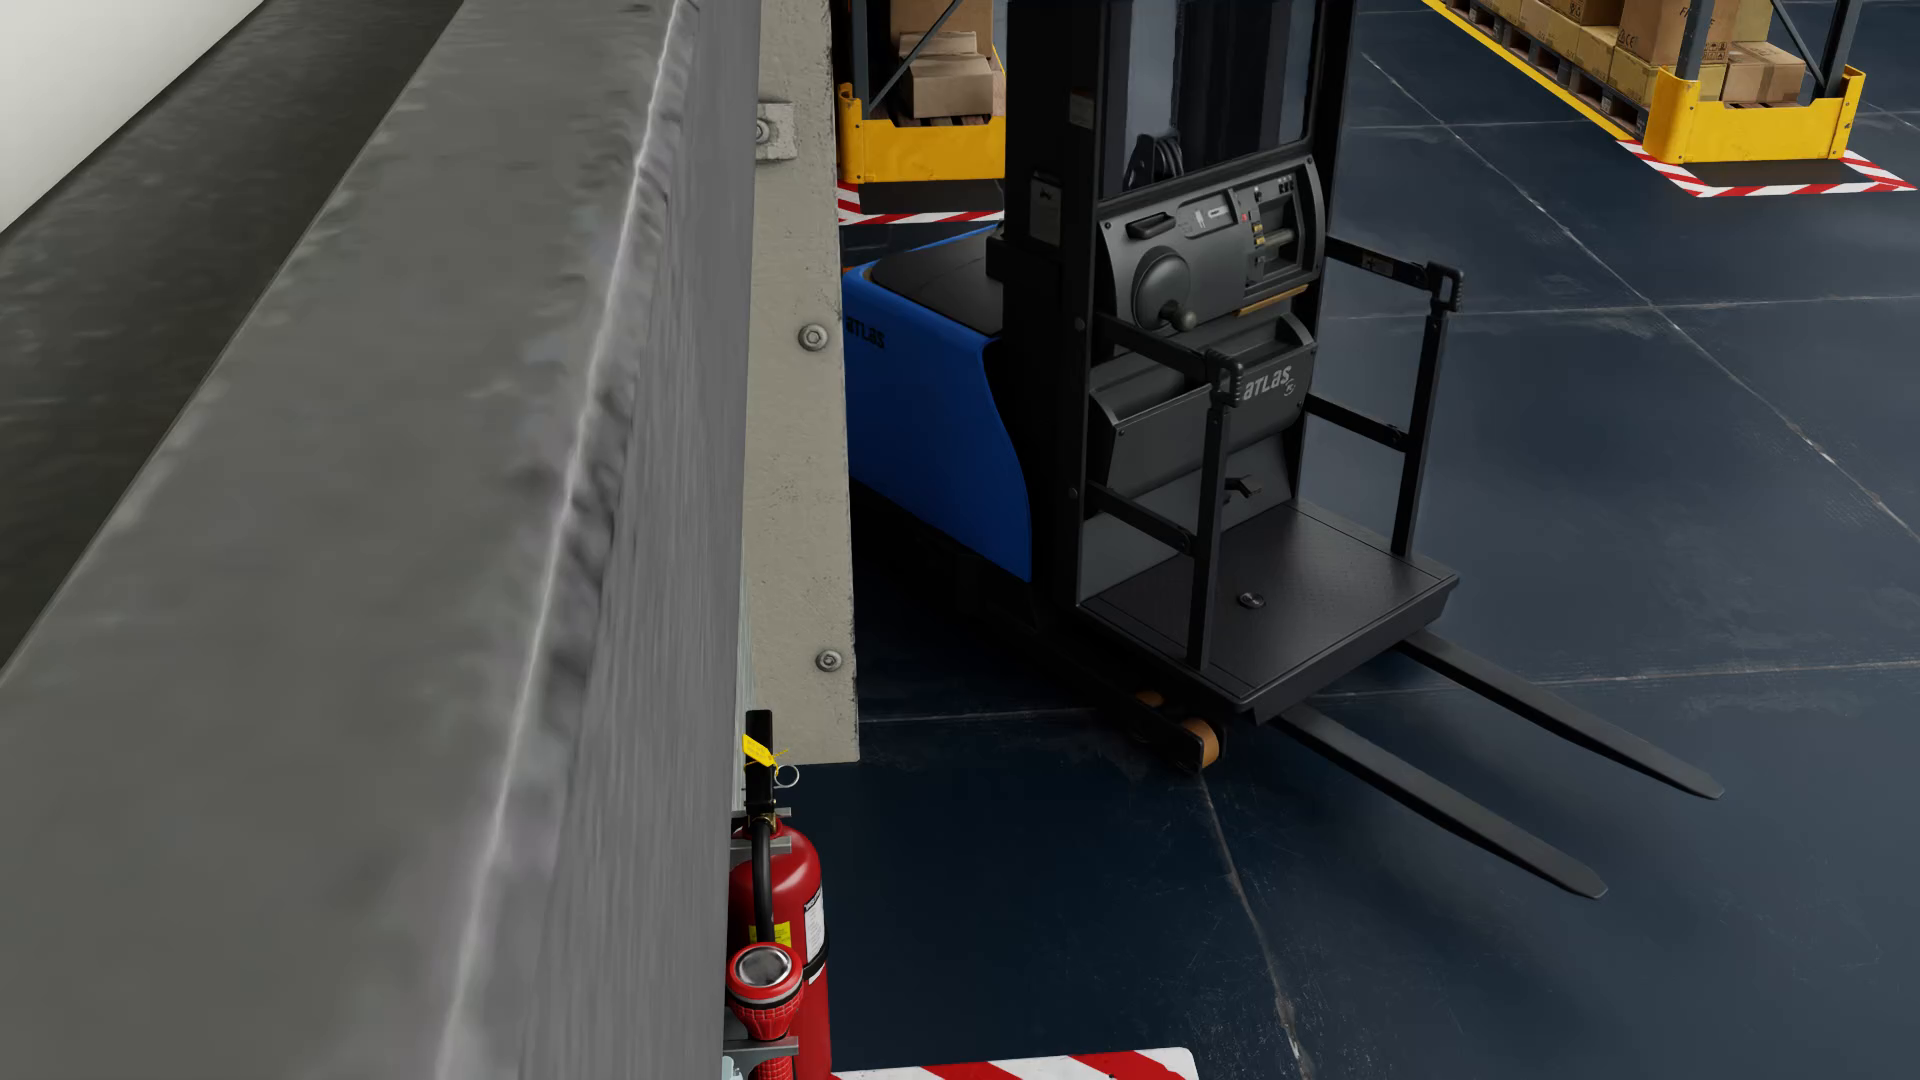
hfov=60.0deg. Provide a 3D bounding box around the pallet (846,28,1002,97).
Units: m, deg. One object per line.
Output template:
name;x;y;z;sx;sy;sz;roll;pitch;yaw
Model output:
pallet;-0.274;-3.329;11.618;1.003;0.211;1.213;-3;31;-5

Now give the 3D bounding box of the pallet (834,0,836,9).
pallet;-0.563;-4.692;13.900;1.003;0.211;1.213;-3;31;-5

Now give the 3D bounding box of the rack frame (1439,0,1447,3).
rack frame;4.443;-5.731;12.920;1.000;3.000;0.127;-3;31;-5

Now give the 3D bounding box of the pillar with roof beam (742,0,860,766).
pillar with roof beam;3.805;-3.484;3.308;9.100;9.000;0.400;-3;31;-5

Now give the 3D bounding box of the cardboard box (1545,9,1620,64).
cardboard box;4.365;-3.459;11.387;0.500;0.250;0.500;-3;31;-5

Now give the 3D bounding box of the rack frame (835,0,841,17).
rack frame;-0.489;-5.492;12.520;1.000;3.000;0.127;-3;31;-5

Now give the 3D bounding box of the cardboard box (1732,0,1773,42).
cardboard box;4.940;-3.551;10.810;0.500;0.500;0.500;-3;31;-5

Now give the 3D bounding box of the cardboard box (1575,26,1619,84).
cardboard box;4.414;-3.203;10.960;0.500;0.250;0.500;-3;31;-5

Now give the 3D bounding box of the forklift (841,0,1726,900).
forklift;0.903;-0.845;4.806;1.130;2.935;3.031;-24;38;-34

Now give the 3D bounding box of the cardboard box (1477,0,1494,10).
cardboard box;4.226;-4.224;12.669;0.500;0.250;0.500;-3;31;-5

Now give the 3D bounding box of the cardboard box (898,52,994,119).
cardboard box;-0.090;-2.842;10.276;0.500;0.311;0.500;-6;31;-10

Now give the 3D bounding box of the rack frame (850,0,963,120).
rack frame;-0.115;-3.450;9.101;1.000;3.000;0.127;-3;31;-5

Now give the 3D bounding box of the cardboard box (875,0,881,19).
cardboard box;-0.352;-4.080;12.164;0.500;0.500;0.500;-5;31;-8

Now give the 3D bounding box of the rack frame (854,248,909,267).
rack frame;-0.278;-0.577;6.191;0.200;1.050;0.008;-9;32;-14

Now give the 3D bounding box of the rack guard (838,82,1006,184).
rack guard;-0.122;-2.416;9.807;1.175;0.500;0.348;-3;31;-5

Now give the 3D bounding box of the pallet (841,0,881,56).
pallet;-0.391;-3.954;12.663;1.003;0.211;1.213;-3;31;-5

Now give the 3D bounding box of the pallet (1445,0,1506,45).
pallet;4.476;-4.126;12.952;1.003;0.211;1.213;-3;31;-5

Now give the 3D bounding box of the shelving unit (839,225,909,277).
shelving unit;-0.313;-0.636;6.292;0.215;1.050;0.252;-9;32;-14

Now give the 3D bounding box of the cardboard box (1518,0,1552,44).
cardboard box;4.320;-3.714;11.814;0.500;0.250;0.500;-3;31;-5

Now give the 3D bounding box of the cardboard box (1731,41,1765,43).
cardboard box;4.938;-3.229;11.002;0.500;0.250;0.500;-3;31;-5

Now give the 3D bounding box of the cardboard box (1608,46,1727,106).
cardboard box;4.473;-2.949;10.533;0.500;0.250;0.500;-3;31;-5

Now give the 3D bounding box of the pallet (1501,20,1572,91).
pallet;4.593;-3.502;11.907;1.003;0.211;1.213;-3;31;-5

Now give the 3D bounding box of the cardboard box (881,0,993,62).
cardboard box;-0.162;-3.591;11.346;0.700;0.500;0.500;-5;31;-8

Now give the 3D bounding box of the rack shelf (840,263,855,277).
rack shelf;-0.313;-0.871;6.152;0.215;0.259;0.240;-9;32;-14

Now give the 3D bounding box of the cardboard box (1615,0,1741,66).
cardboard box;4.470;-3.270;10.341;0.500;0.500;0.500;-3;31;-5

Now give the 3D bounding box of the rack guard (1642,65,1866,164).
rack guard;4.819;-2.604;10.122;1.175;0.500;0.348;-3;31;-5

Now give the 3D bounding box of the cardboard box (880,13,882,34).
cardboard box;-0.359;-3.640;11.769;0.380;0.149;0.250;-5;31;-9

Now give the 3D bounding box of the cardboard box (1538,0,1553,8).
cardboard box;4.317;-4.036;11.622;0.500;0.500;0.500;-3;31;-5

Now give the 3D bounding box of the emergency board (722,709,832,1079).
emergency board;-0.288;0.561;2.386;0.194;1.169;0.643;-3;31;-5

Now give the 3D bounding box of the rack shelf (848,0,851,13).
rack shelf;-0.302;-4.162;10.995;1.077;0.370;4.000;-3;31;-5

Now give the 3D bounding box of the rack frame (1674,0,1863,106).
rack frame;4.817;-3.689;9.501;1.000;3.000;0.127;-3;31;-5

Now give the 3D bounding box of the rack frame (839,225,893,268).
rack frame;-0.348;-0.696;6.392;0.200;1.050;0.008;-9;32;-14

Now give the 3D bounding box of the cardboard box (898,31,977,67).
cardboard box;-0.143;-3.133;10.763;0.500;0.311;0.500;0;31;0

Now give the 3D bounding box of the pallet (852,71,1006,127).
pallet;-0.163;-2.708;10.578;1.003;0.211;1.213;-3;31;-5

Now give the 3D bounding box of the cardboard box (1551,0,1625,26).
cardboard box;4.362;-3.780;11.194;0.500;0.500;0.500;-3;31;-5

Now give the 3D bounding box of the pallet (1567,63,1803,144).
pallet;4.704;-2.881;10.866;1.003;0.211;1.213;-3;31;-5

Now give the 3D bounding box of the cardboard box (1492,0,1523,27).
cardboard box;4.268;-3.969;12.241;0.500;0.250;0.500;-3;31;-5

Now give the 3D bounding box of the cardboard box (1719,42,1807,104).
cardboard box;4.988;-2.973;10.575;0.500;0.250;0.500;-3;31;-5
